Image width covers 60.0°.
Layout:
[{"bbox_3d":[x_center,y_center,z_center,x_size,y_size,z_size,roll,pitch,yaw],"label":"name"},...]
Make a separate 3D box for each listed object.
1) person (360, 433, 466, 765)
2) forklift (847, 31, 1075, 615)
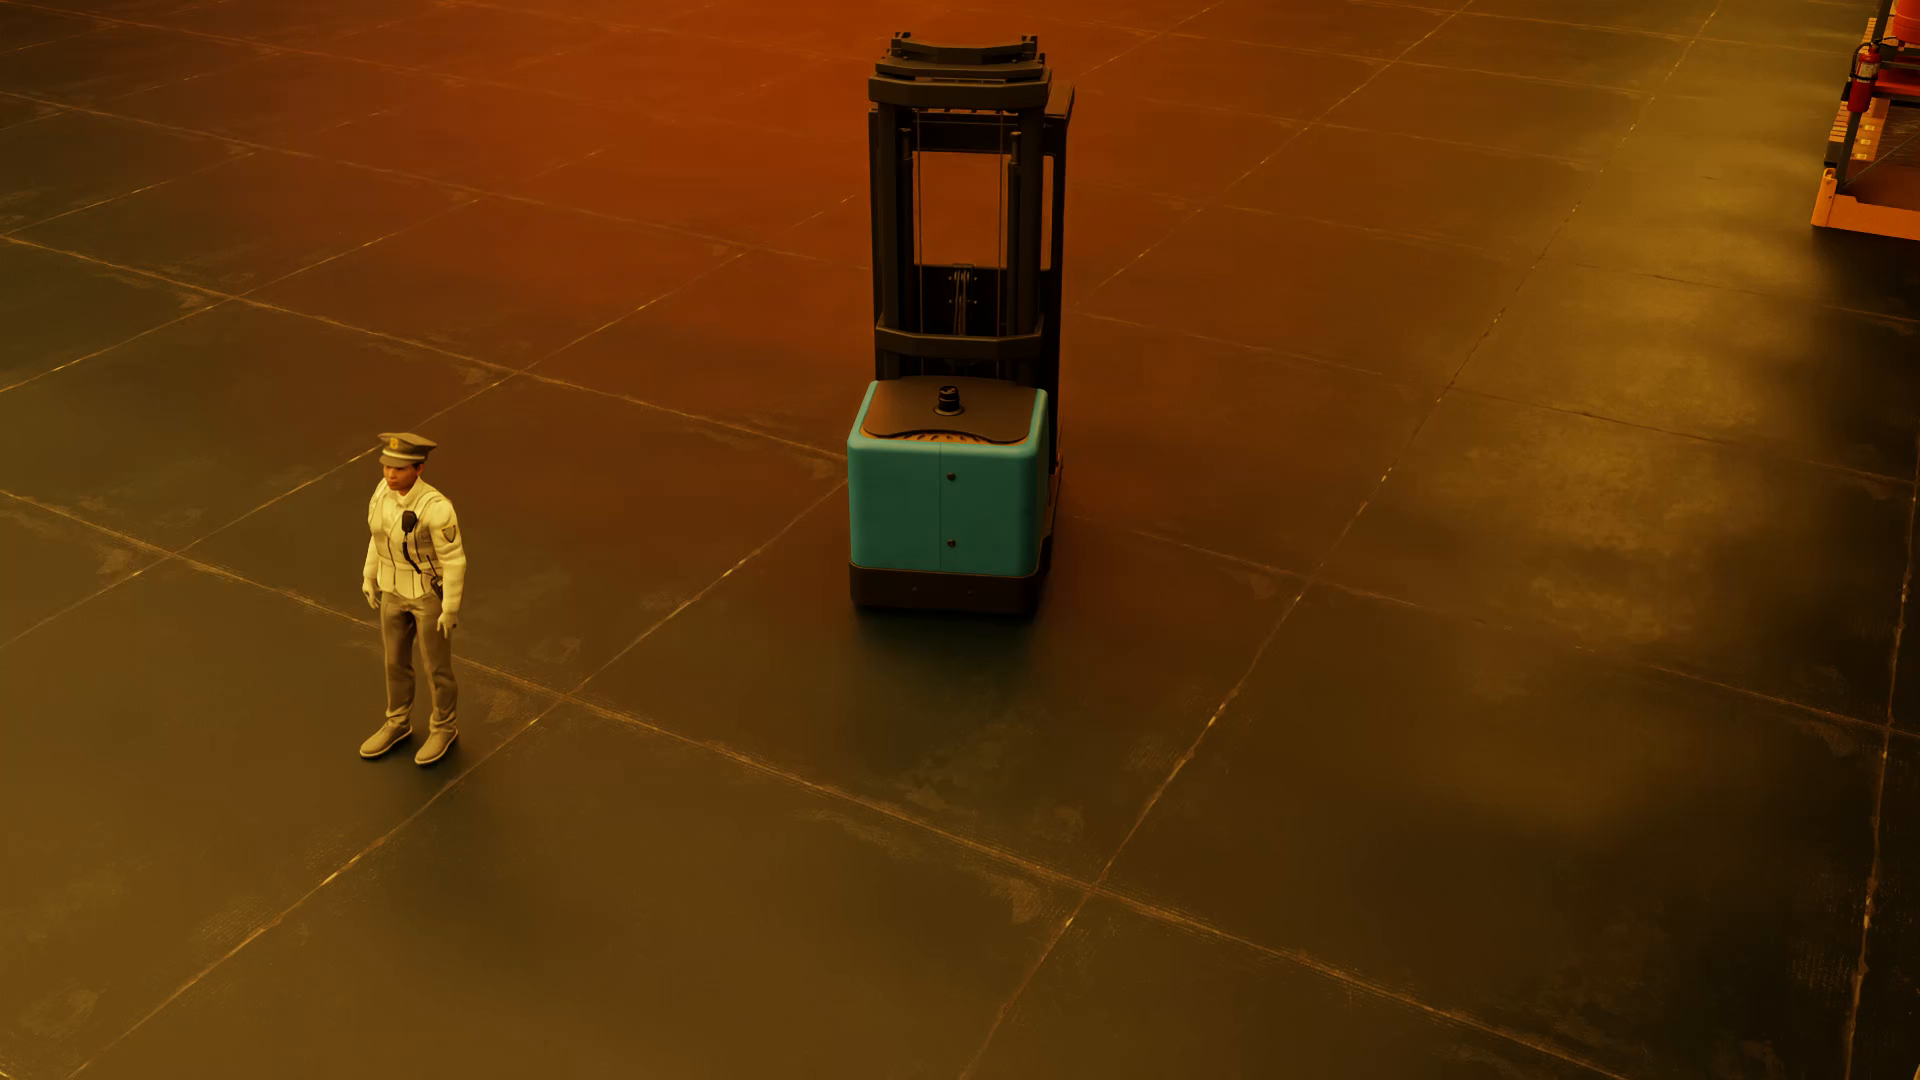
[{"bbox_3d":[-2.596,0.281,7.814,0.575,1.701,0.518,16,33,25],"label":"person"},{"bbox_3d":[0.072,-1.572,9.794,1.130,2.935,3.031,3,30,6],"label":"forklift"}]
